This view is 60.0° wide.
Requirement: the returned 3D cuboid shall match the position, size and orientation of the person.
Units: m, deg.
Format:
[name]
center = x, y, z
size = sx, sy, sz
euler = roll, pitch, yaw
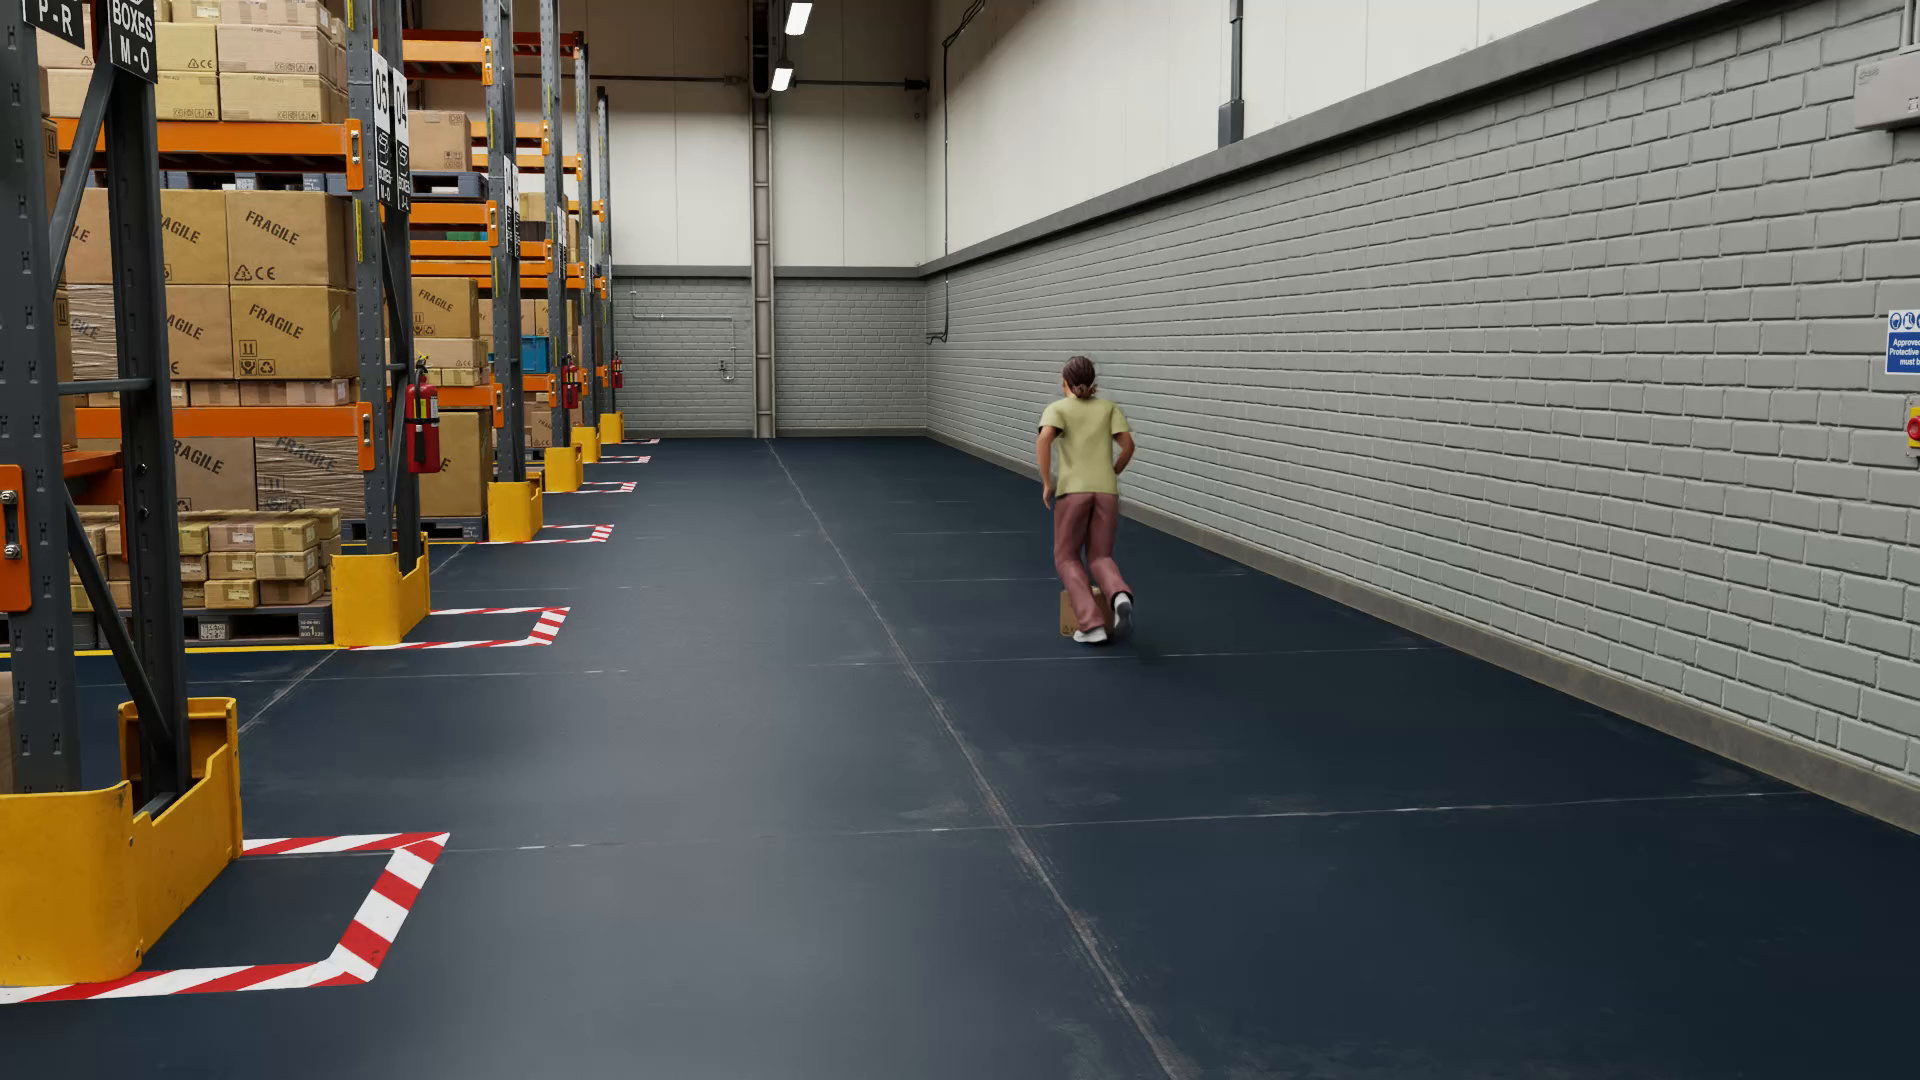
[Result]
[person]
center = 0.705, -0.208, 9.066
size = 0.585, 1.581, 0.752
euler = -2, 7, -14
